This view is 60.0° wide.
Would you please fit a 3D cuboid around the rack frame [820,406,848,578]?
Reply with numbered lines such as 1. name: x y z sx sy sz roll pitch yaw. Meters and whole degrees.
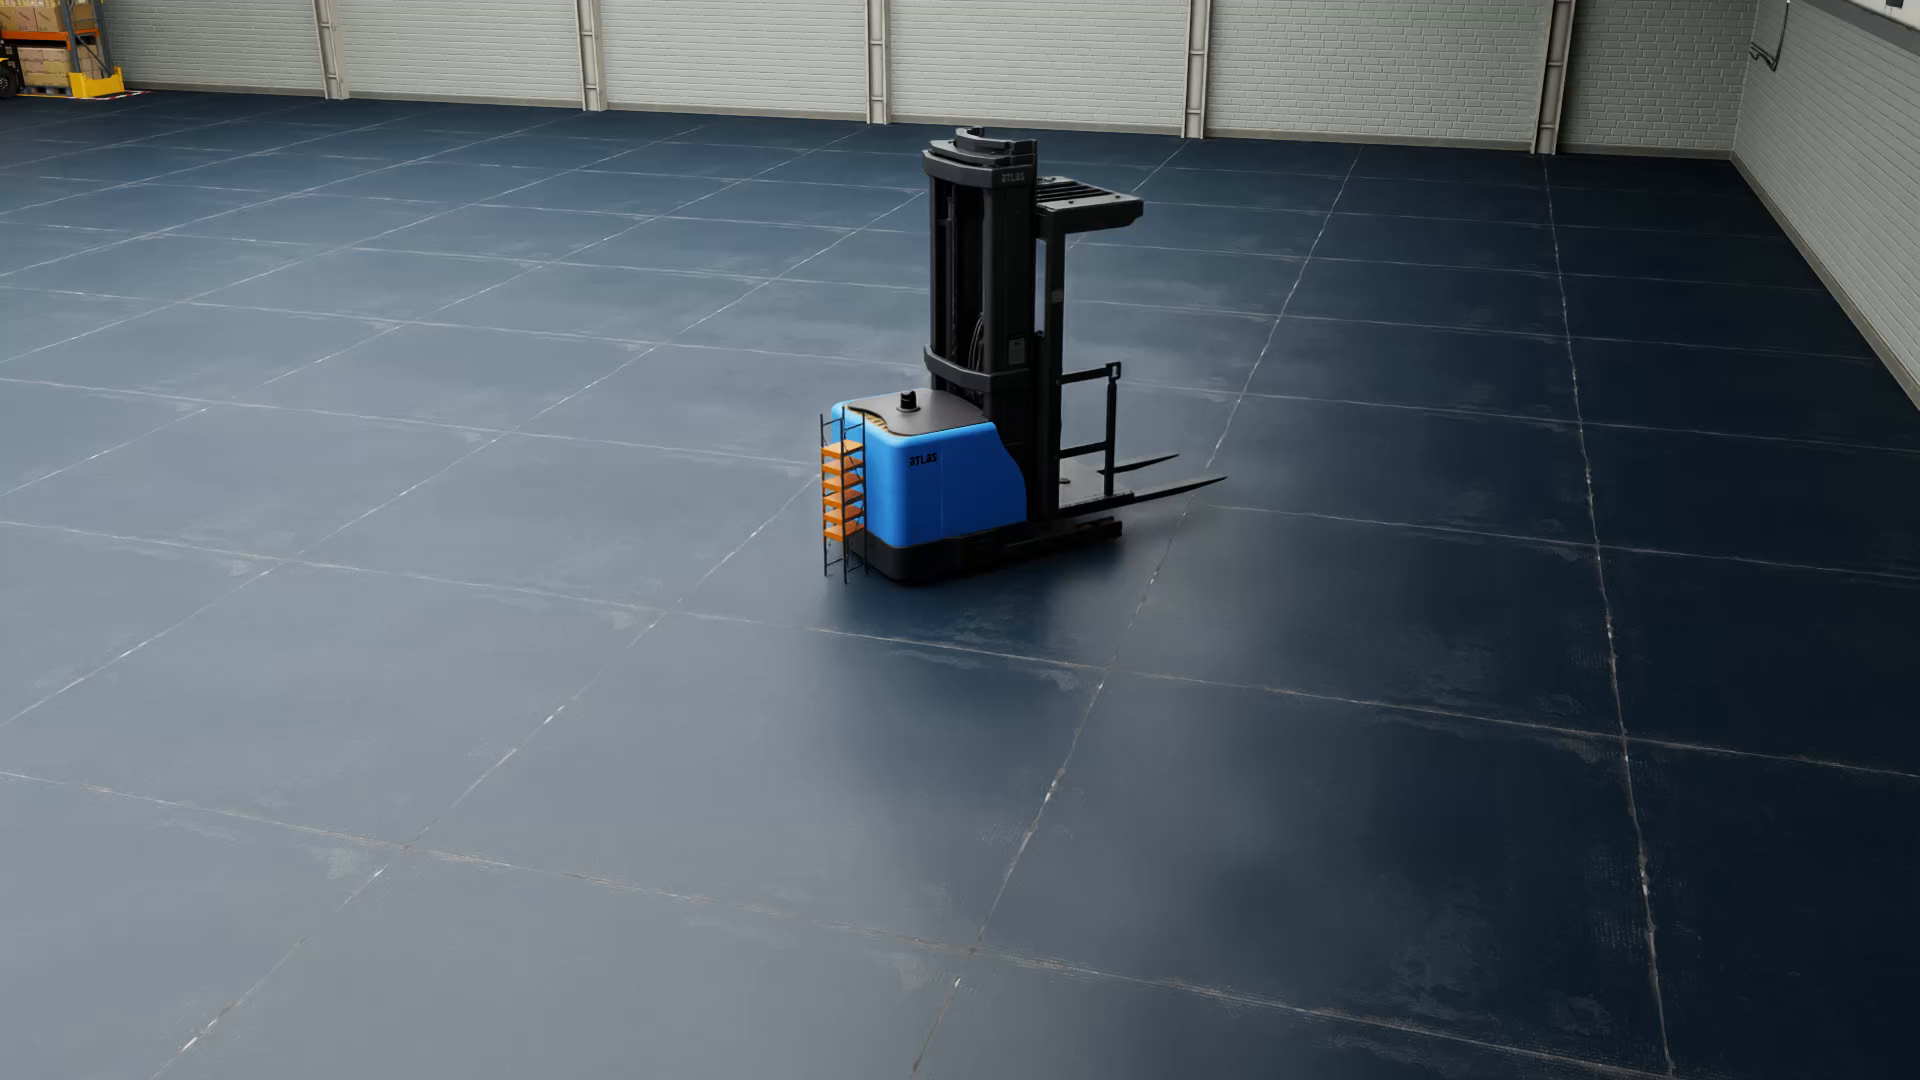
1. rack frame: -0.867 -0.326 11.477 0.006 1.200 0.240 18 28 35

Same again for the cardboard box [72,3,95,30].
1. cardboard box: -18.754 -11.090 35.222 0.500 0.500 0.500 7 23 17

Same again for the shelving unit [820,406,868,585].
1. shelving unit: -0.795 -0.303 11.425 0.189 1.200 0.258 18 28 35

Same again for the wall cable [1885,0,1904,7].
1. wall cable: 9.636 -8.102 15.683 0.169 6.003 2.305 7 23 16

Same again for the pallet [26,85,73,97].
1. pallet: -19.104 -9.667 35.559 1.213 0.211 1.003 7 23 16

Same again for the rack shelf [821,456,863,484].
1. rack shelf: -0.794 -0.484 11.349 0.180 0.103 0.258 18 28 35

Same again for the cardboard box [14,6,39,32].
1. cardboard box: -19.401 -10.954 34.890 0.500 0.500 0.500 7 23 17

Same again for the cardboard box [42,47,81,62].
1. cardboard box: -18.891 -10.211 34.962 0.500 0.250 0.500 7 23 17

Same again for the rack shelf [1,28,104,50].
1. rack shelf: -20.274 -10.775 35.534 4.000 0.370 1.077 7 23 16

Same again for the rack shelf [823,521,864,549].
1. rack shelf: -0.797 -0.041 11.535 0.180 0.103 0.258 18 28 35

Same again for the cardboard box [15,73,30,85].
1. cardboard box: -19.851 -9.864 35.434 0.500 0.250 0.500 7 23 16

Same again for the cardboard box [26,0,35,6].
1. cardboard box: -19.257 -11.239 34.731 0.250 0.149 0.380 7 23 17

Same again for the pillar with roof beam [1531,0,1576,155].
1. pillar with roof beam: 8.712 -9.215 22.878 0.400 9.000 9.100 7 23 16

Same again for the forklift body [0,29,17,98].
1. forklift body: -20.702 -10.041 33.915 1.214 2.155 2.313 7 23 16

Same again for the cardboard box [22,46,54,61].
1. cardboard box: -19.381 -10.264 35.093 0.500 0.250 0.500 7 23 16

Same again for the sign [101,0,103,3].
1. sign: -18.194 -11.527 35.174 0.005 0.325 0.100 7 23 16

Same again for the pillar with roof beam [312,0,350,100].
1. pillar with roof beam: -14.265 -11.846 29.292 0.400 9.000 9.100 7 23 16

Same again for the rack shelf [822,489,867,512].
1. rack shelf: -0.796 -0.263 11.442 0.180 0.103 0.258 18 28 35

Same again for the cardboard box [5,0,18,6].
1. cardboard box: -19.760 -11.283 34.837 0.250 0.149 0.380 6 23 14

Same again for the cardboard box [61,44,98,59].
1. cardboard box: -18.765 -10.395 35.411 0.500 0.250 0.500 6 23 15

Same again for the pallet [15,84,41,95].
1. pallet: -20.268 -9.802 35.887 1.213 0.211 1.003 7 23 15

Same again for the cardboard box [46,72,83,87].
1. cardboard box: -18.901 -9.748 35.151 0.500 0.250 0.500 7 23 16

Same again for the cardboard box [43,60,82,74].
1. cardboard box: -18.916 -9.982 35.063 0.500 0.250 0.500 6 23 15

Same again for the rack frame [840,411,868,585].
1. rack frame: -0.724 -0.281 11.372 0.006 1.200 0.240 18 28 35

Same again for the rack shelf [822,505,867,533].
1. rack shelf: -0.796 -0.152 11.489 0.180 0.103 0.258 18 28 35

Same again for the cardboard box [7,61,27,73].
1. cardboard box: -19.893 -10.090 35.326 0.500 0.250 0.500 6 23 14

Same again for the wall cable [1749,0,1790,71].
1. wall cable: 12.394 -8.539 25.322 0.112 2.526 3.097 7 23 16

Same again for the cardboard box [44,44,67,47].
1. cardboard box: -19.245 -10.448 35.542 0.500 0.250 0.500 7 23 16

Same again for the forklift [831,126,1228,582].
1. forklift: 0.604 -1.462 11.973 3.031 2.935 1.130 -13 25 -28

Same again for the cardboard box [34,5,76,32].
1. cardboard box: -18.907 -10.894 34.743 0.500 0.500 0.500 6 23 14

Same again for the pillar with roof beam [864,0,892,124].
1. pillar with roof beam: -2.777 -10.531 26.085 0.400 9.000 9.100 7 23 16

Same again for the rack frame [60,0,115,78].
1. rack frame: -18.360 -10.889 34.863 0.127 3.000 1.000 7 23 16

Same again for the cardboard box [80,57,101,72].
1. cardboard box: -18.750 -10.169 35.520 0.500 0.250 0.500 7 23 16

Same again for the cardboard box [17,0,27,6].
1. cardboard box: -19.491 -11.271 34.807 0.250 0.149 0.380 6 23 15

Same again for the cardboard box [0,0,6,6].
1. cardboard box: -20.008 -11.303 34.887 0.250 0.149 0.380 7 23 16

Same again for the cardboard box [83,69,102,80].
1. cardboard box: -18.773 -9.936 35.610 0.500 0.250 0.500 7 23 16

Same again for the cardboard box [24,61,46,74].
1. cardboard box: -19.393 -10.041 35.207 0.500 0.250 0.500 6 23 15

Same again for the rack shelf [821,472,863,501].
1. rack shelf: -0.795 -0.373 11.396 0.180 0.103 0.258 18 28 35

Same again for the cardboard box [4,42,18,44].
1. cardboard box: -20.692 -10.618 35.955 0.500 0.250 0.500 7 23 16

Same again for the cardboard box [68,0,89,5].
1. cardboard box: -18.610 -11.367 35.041 0.250 0.149 0.380 6 23 14

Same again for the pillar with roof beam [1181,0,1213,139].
1. pillar with roof beam: 2.967 -9.873 24.482 0.400 9.000 9.100 7 23 16

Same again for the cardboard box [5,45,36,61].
1. cardboard box: -19.867 -10.316 35.219 0.500 0.250 0.500 7 23 16

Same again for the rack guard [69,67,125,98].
1. rack guard: -18.337 -9.730 35.331 0.348 0.500 1.175 7 23 16

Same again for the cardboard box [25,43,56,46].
1. cardboard box: -19.720 -10.507 35.685 0.500 0.250 0.500 6 23 15

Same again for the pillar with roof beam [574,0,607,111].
1. pillar with roof beam: -8.521 -11.189 27.689 0.400 9.000 9.100 7 23 16

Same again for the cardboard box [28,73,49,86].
1. cardboard box: -19.374 -9.806 35.292 0.500 0.250 0.500 7 23 15

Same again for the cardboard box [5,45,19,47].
1. cardboard box: -20.350 -10.374 35.362 0.500 0.250 0.500 6 23 14

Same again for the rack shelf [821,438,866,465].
1. rack shelf: -0.794 -0.594 11.302 0.180 0.103 0.258 18 28 35

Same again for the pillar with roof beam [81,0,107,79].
1. pillar with roof beam: -20.009 -12.504 30.896 0.400 9.000 9.100 7 23 16

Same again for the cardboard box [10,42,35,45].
1. cardboard box: -20.209 -10.566 35.828 0.500 0.250 0.500 6 23 14

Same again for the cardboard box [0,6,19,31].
1. cardboard box: -19.891 -11.010 35.026 0.500 0.500 0.500 6 23 14

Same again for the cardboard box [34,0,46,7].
1. cardboard box: -19.026 -11.189 34.607 0.250 0.149 0.380 7 23 16

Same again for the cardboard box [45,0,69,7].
1. cardboard box: -18.773 -11.171 34.565 0.250 0.149 0.380 7 23 16
